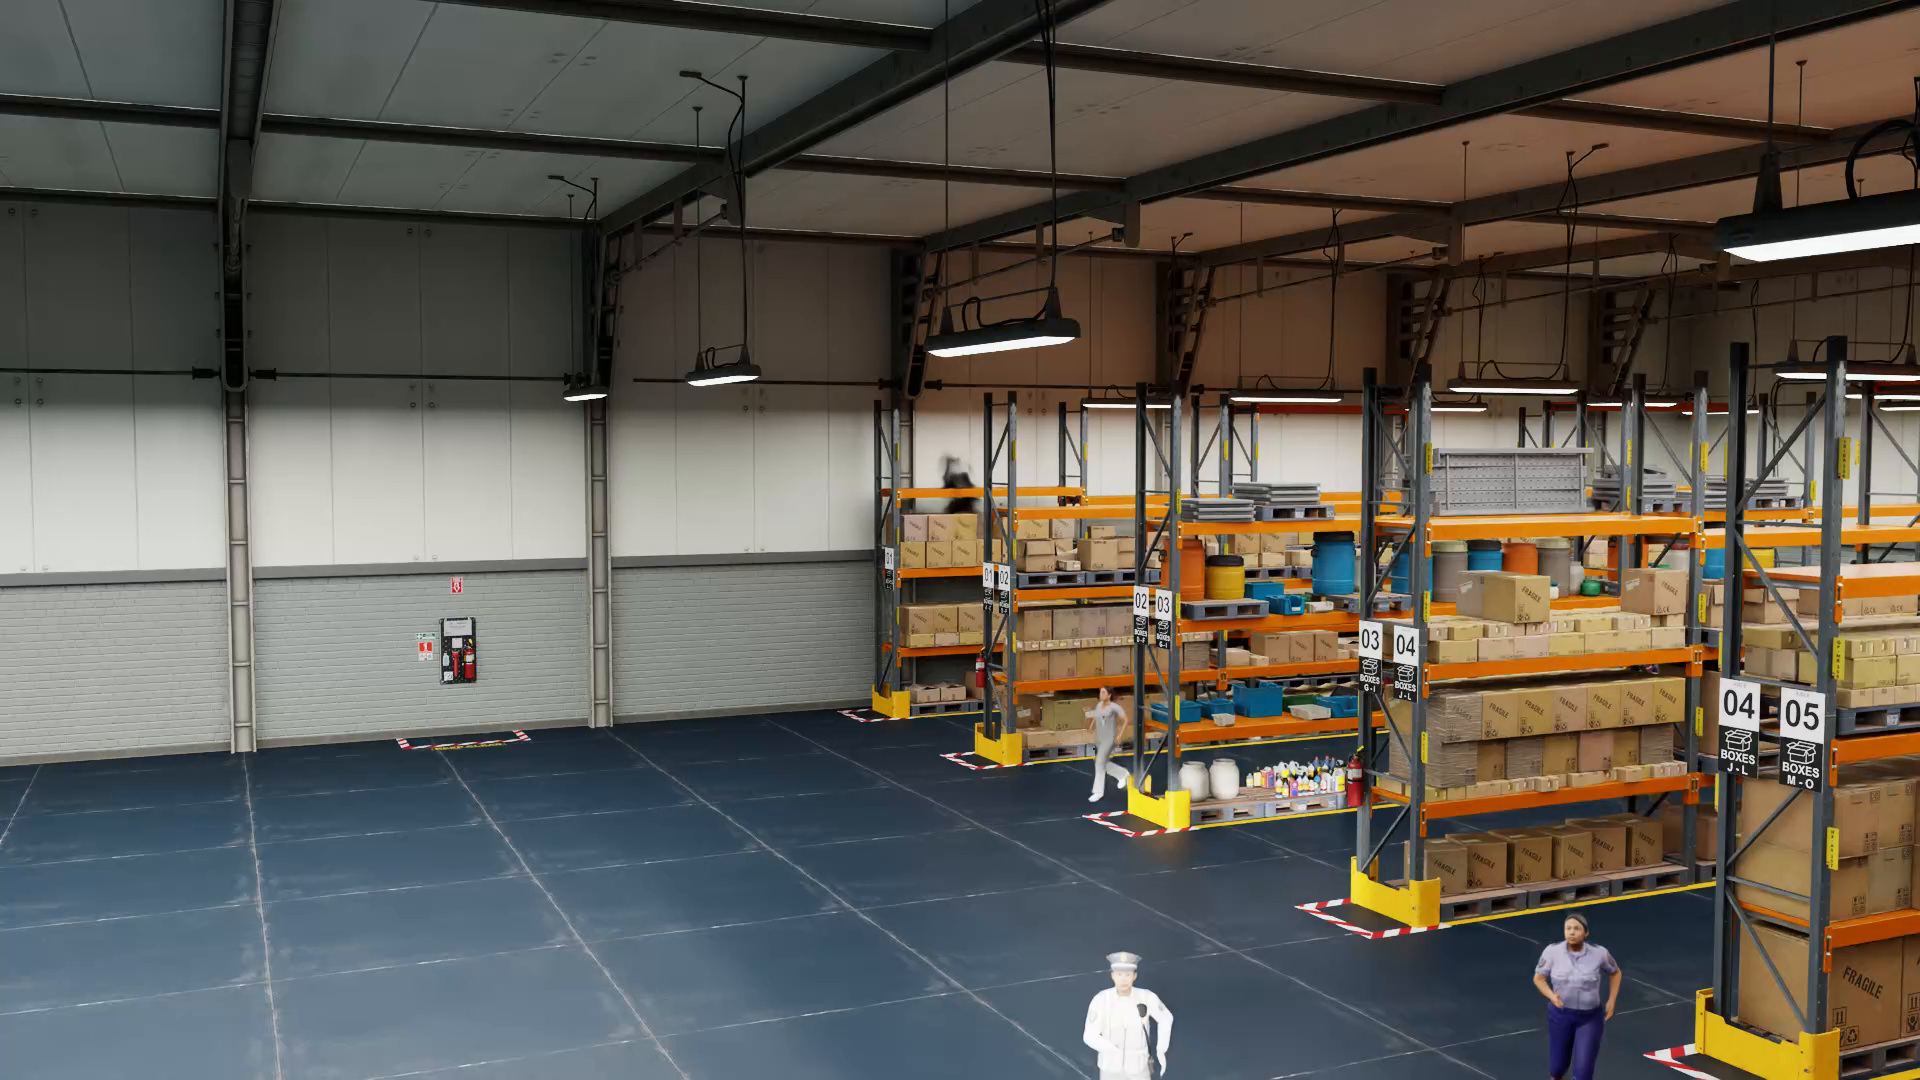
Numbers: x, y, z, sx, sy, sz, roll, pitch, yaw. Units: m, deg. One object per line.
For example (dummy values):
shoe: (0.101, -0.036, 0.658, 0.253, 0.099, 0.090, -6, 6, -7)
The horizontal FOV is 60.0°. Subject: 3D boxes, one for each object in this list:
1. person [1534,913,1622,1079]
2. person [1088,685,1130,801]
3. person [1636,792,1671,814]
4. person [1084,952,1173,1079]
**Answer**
person: (4.653, 3.623, 12.553, 0.616, 1.656, 0.914, 2, 4, 25)
person: (2.167, 2.939, 24.273, 0.834, 1.669, 0.605, -3, 4, -37)
person: (8.933, 3.022, 21.627, 0.989, 1.716, 0.662, -2, 4, -31)
person: (1.140, 3.657, 11.377, 0.579, 1.718, 0.695, 1, 3, 13)
